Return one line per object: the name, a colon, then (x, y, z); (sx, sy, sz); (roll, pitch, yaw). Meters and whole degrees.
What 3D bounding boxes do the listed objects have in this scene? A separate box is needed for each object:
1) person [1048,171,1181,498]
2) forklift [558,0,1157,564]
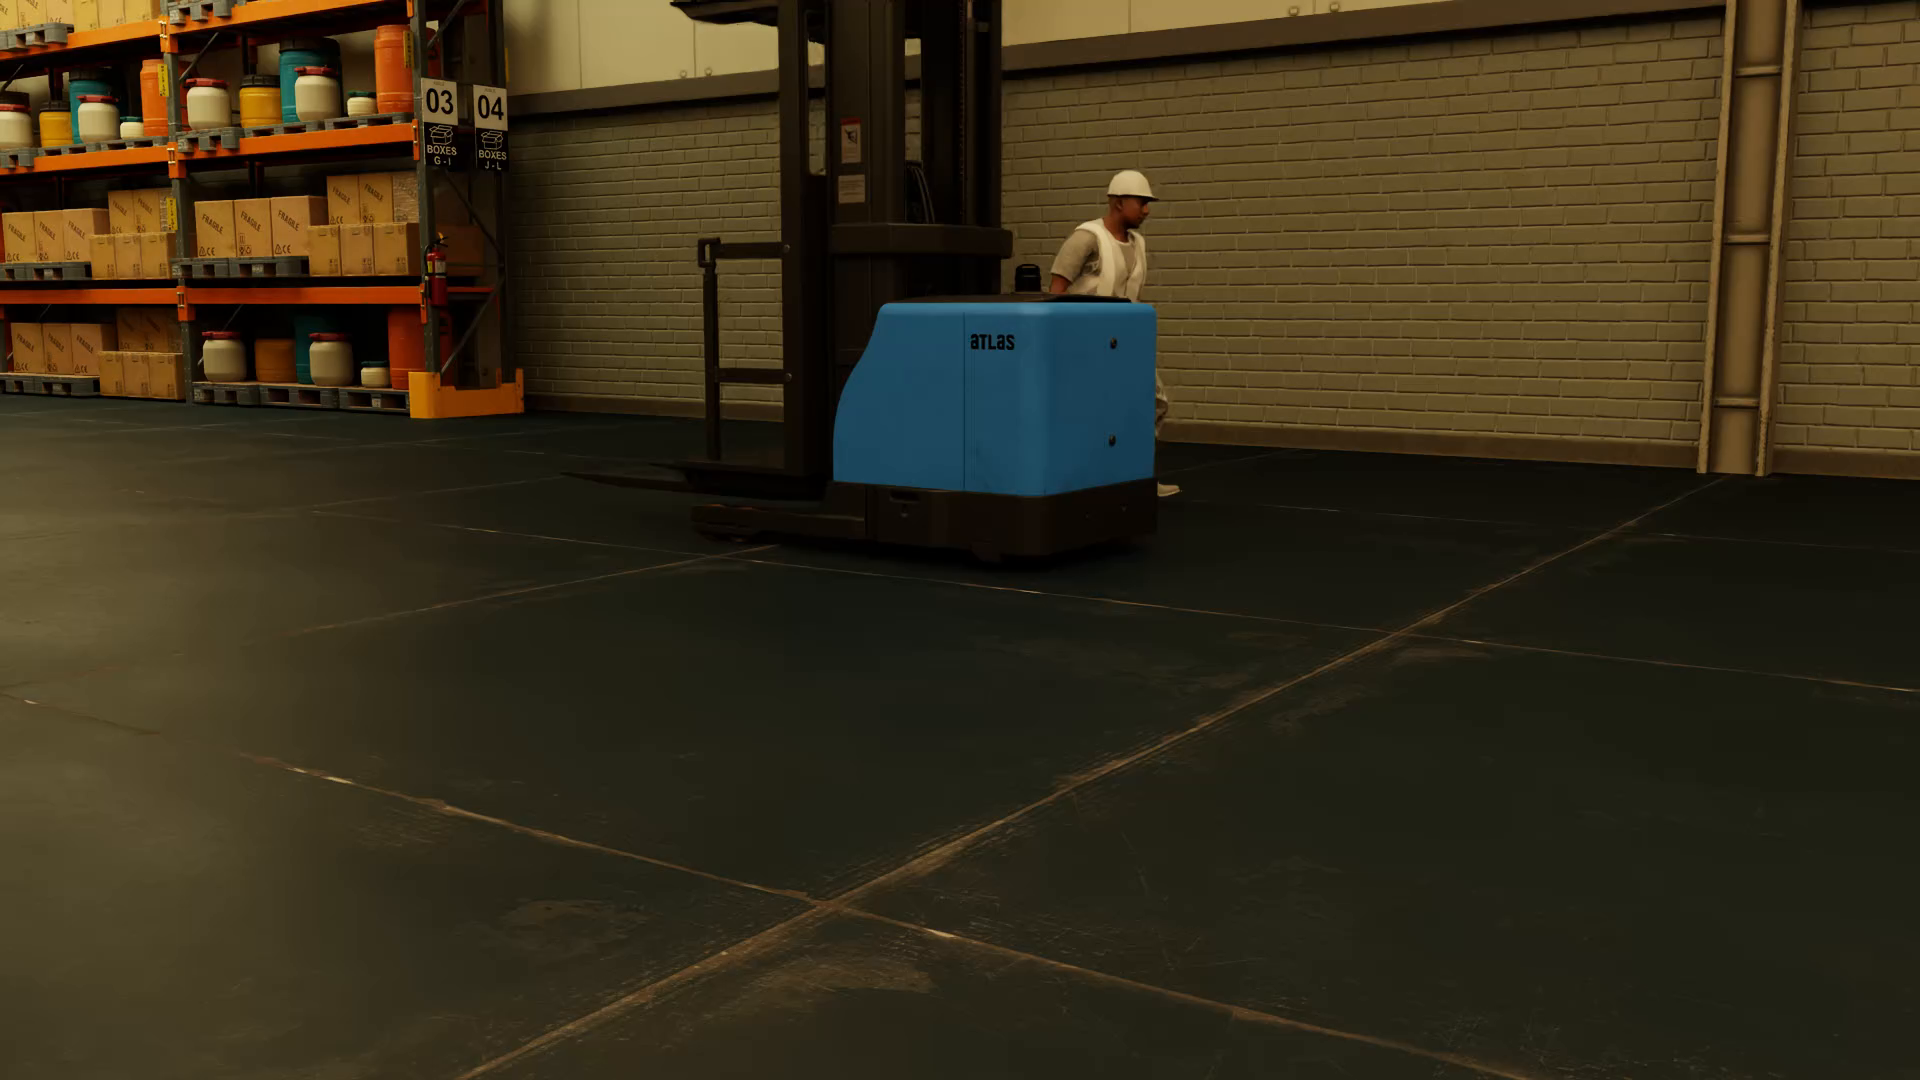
person: (0.793, -1.020, 8.612); (0.457, 1.743, 0.878); (7, 11, 42)
forklift: (-0.622, -1.492, 7.687); (3.031, 2.935, 1.130); (6, 10, 35)
